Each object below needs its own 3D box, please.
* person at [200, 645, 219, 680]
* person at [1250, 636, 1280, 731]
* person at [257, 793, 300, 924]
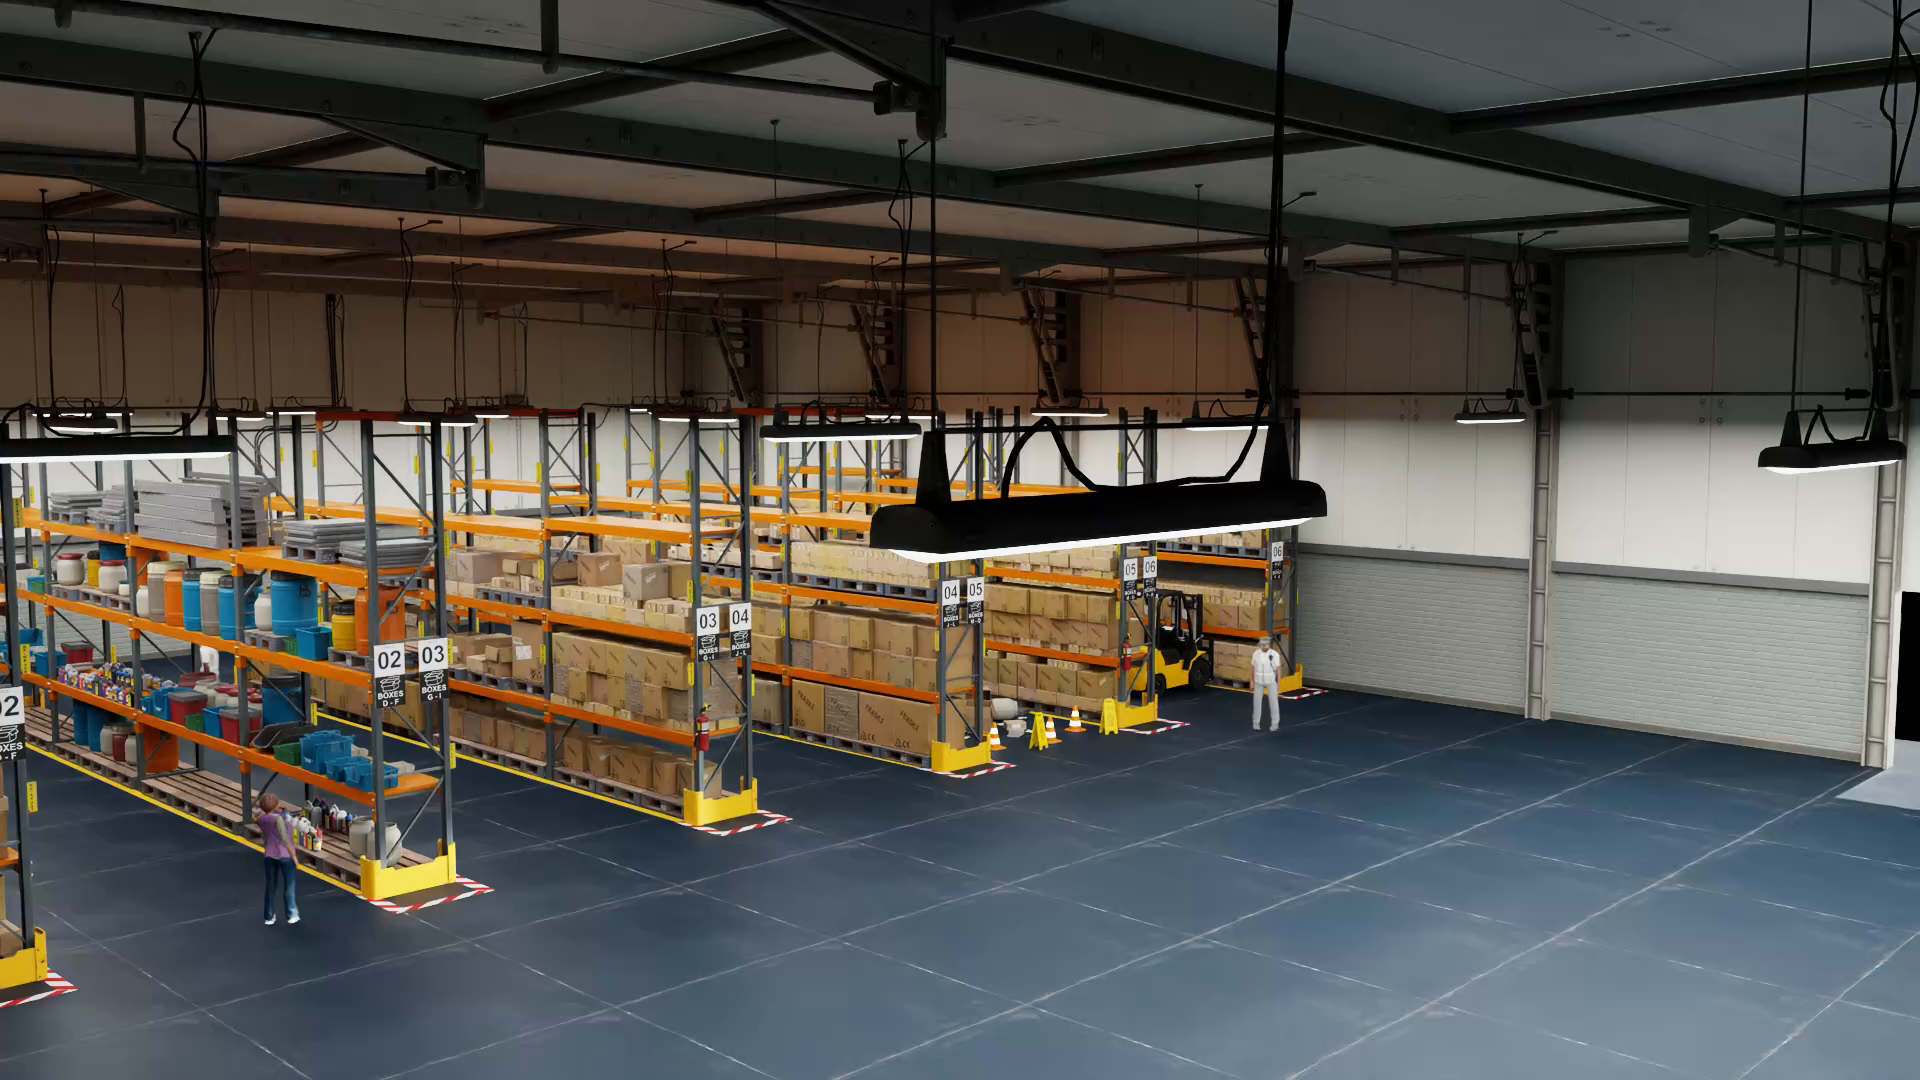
[{"bbox_3d":[-14.421,2.616,32.028,0.457,1.774,0.595,-4,6,-37],"label":"person"},{"bbox_3d":[5.731,2.685,31.278,0.569,1.753,0.448,2,5,19],"label":"person"},{"bbox_3d":[-8.080,3.778,19.772,0.469,1.590,0.378,1,5,10],"label":"person"}]
